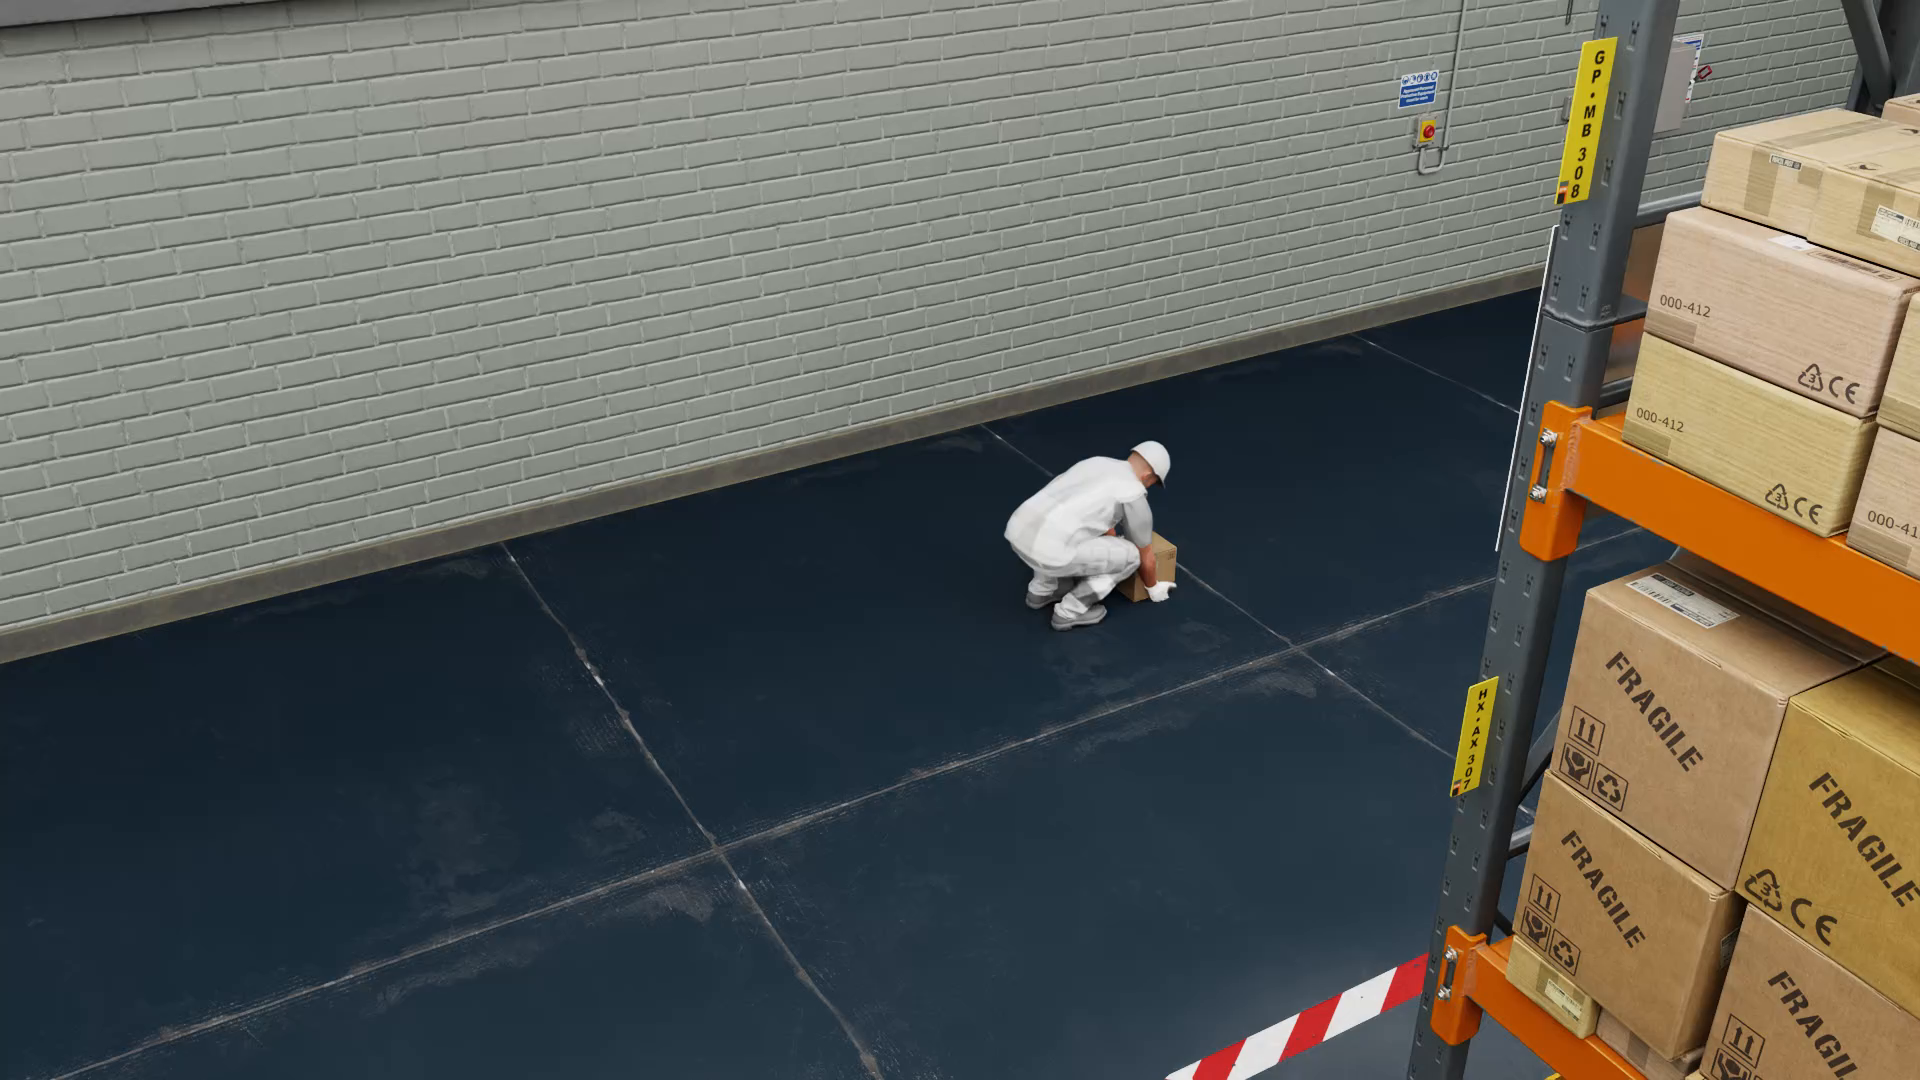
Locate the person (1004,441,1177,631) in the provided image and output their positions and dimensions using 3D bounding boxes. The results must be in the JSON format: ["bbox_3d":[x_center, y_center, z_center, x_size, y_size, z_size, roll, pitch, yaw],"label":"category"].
[{"bbox_3d":[0.659,0.002,8.230,0.933,0.856,0.538,-16,33,-27],"label":"person"}]
